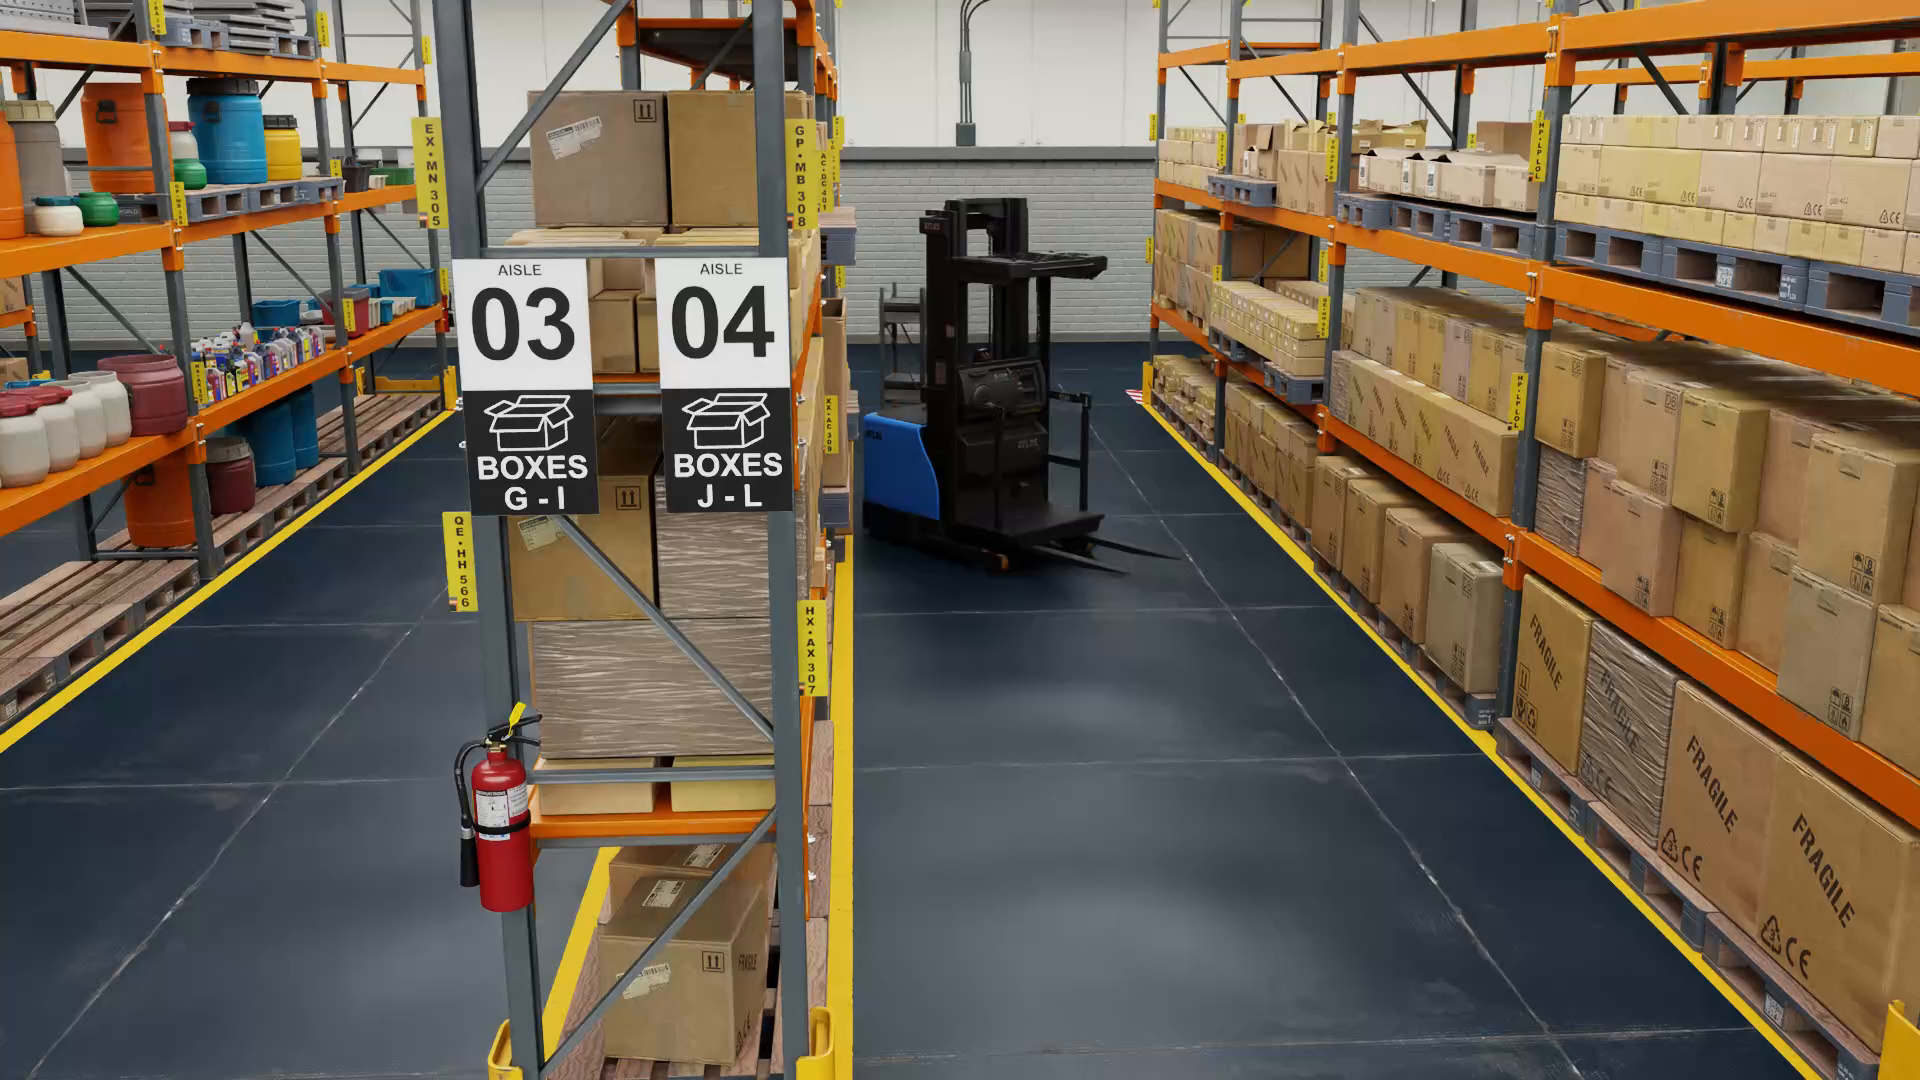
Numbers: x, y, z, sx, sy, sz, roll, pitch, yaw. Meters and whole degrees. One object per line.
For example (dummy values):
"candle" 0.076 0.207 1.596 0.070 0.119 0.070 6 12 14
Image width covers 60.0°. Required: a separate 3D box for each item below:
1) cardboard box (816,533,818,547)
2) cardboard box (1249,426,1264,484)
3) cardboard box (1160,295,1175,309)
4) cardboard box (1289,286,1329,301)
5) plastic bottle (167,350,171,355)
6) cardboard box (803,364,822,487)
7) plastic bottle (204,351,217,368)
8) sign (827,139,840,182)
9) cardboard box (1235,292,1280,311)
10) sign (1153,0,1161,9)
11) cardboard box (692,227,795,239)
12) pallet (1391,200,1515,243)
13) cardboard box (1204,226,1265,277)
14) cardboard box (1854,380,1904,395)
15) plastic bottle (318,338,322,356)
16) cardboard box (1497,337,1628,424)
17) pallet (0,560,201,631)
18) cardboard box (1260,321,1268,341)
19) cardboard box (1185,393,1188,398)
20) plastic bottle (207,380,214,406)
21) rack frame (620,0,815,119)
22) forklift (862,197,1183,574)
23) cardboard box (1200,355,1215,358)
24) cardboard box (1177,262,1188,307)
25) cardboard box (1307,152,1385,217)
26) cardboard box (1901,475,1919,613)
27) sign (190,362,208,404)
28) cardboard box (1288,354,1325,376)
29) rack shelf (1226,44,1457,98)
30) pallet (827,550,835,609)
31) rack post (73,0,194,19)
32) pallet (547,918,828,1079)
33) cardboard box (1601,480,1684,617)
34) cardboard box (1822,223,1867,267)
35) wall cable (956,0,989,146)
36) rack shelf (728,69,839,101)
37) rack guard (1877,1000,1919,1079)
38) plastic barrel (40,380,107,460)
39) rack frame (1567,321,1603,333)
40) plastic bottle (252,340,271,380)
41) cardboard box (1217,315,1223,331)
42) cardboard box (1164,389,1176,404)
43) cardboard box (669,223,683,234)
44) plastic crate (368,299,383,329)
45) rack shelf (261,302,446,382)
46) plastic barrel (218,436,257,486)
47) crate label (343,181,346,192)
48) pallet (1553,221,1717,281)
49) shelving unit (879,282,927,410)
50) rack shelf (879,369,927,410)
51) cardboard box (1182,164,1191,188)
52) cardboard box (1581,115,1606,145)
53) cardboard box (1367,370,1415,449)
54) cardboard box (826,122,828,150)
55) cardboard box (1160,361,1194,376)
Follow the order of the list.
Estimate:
"cardboard box" -0.959 0.018 8.939 0.380 0.149 0.250 -1 14 -3
"cardboard box" 3.051 -0.799 15.785 0.500 0.500 0.500 -1 14 -2
"cardboard box" 2.655 -2.913 20.331 0.380 0.149 0.250 -1 14 -5
"cardboard box" 3.441 -2.397 16.292 0.380 0.149 0.250 -1 14 -5
"plastic bottle" -7.004 -1.534 14.702 0.061 0.283 0.133 -1 14 -3
"cardboard box" -0.907 -0.535 7.781 0.500 0.500 0.500 -1 14 -3
"plastic bottle" -6.867 -1.629 15.237 0.097 0.201 0.097 0 14 0
"sign" -0.978 -2.920 12.799 0.100 0.325 0.005 -1 14 -3
"cardboard box" 2.821 -2.262 15.764 0.380 0.149 0.250 -1 14 -4
"sign" 2.400 -6.638 20.233 0.100 0.325 0.005 -1 14 -3
"cardboard box" -0.825 -1.121 6.345 0.380 0.149 0.250 -1 14 -4
"pallet" 3.603 -2.185 11.356 1.003 0.211 1.213 0 14 -1
"cardboard box" 2.891 -3.045 17.537 0.500 0.500 0.500 -1 14 -5
"cardboard box" 8.081 -1.411 14.293 0.500 0.250 0.500 -1 14 -5
"plastic bottle" -6.329 -1.910 16.329 0.097 0.201 0.097 0 14 0
"cardboard box" 3.649 -0.922 9.883 0.700 0.500 0.500 -1 14 -4
"pallet" -6.453 0.411 12.506 1.003 0.211 1.213 -1 14 -3
"cardboard box" 2.887 -1.858 14.793 0.380 0.149 0.250 -1 14 -4
"cardboard box" 2.859 -1.758 19.619 0.380 0.149 0.250 0 14 -1
"plastic bottle" -6.153 -1.203 13.580 0.097 0.201 0.097 0 14 0
"rack frame" -1.271 -3.120 8.593 1.000 3.000 0.127 -1 14 -3
"forklift" 0.498 -1.287 13.647 1.130 2.935 3.031 -13 19 -40
"cardboard box" 3.228 -2.233 20.872 0.380 0.149 0.250 -1 14 -3
"cardboard box" 2.808 -2.946 19.157 0.500 0.500 0.500 -1 14 -5
"cardboard box" 3.149 -2.900 13.557 0.500 0.500 0.500 -1 14 -3
"cardboard box" 3.949 0.040 5.882 0.875 0.550 0.550 -1 14 -3
"sign" -5.914 -1.222 12.929 0.100 0.325 0.005 -1 14 -3
"cardboard box" 2.948 -1.458 13.835 0.380 0.149 0.250 -1 14 -3
"rack shelf" 3.314 -4.121 14.732 1.077 0.370 4.000 -1 14 -3
"pallet" -1.472 0.336 12.799 1.003 0.211 1.213 -1 14 -3
"rack post" -6.548 -4.181 12.869 0.954 0.300 0.937 -1 14 -3
"pallet" -1.043 1.909 6.682 1.003 0.211 1.213 -1 14 -3
"cardboard box" 3.693 0.026 8.106 0.875 0.550 0.550 -1 14 -3
"cardboard box" 3.528 -1.121 6.304 0.380 0.149 0.250 -1 14 -3
"wall cable" 1.075 -9.122 25.464 2.277 5.999 0.120 -1 14 -3
"rack shelf" -1.891 -5.065 18.398 1.077 0.370 4.000 -1 14 -3
"rack guard" 3.935 1.945 5.962 1.175 0.500 0.348 -1 14 -3
"plastic barrel" -6.160 -0.830 11.507 0.421 0.512 0.421 0 14 0
"rack frame" 7.876 -3.352 21.534 1.000 3.000 0.127 -1 14 -3
"plastic bottle" -6.259 -1.606 14.849 0.144 0.351 0.185 -1 14 -3
"cardboard box" 2.778 -2.163 16.576 0.380 0.149 0.250 -1 14 -3
"cardboard box" 2.681 -1.747 20.175 0.380 0.149 0.250 -1 14 -3
"cardboard box" -1.390 -1.315 7.098 0.380 0.149 0.250 -1 14 -2
"plastic crate" -6.621 -2.482 18.270 0.437 0.282 0.530 -1 14 -3
"rack shelf" -6.834 -2.277 18.799 1.077 0.370 4.000 -1 14 -3
"plastic barrel" -6.704 -0.673 15.271 0.421 0.512 0.421 0 14 0
"crate label" -6.452 -3.579 16.925 0.293 0.136 0.466 -1 14 -3
"pallet" 3.726 -1.472 8.386 1.003 0.211 1.213 -1 14 -3
"shelving unit" -0.473 -1.290 15.328 0.431 2.100 0.503 3 15 11
"rack shelf" -0.473 -1.277 15.331 0.431 0.518 0.480 3 15 11
"cardboard box" 2.809 -4.127 18.829 0.500 0.250 0.500 -1 14 -4
"cardboard box" 3.386 -2.076 8.415 0.380 0.149 0.250 -1 14 -4
"cardboard box" 3.261 -0.942 11.965 0.500 0.500 0.500 -1 14 -3
"cardboard box" -1.240 -2.838 12.312 0.500 0.500 0.500 -1 14 -2
"cardboard box" 2.660 -2.094 20.331 0.380 0.149 0.250 -1 14 -4
